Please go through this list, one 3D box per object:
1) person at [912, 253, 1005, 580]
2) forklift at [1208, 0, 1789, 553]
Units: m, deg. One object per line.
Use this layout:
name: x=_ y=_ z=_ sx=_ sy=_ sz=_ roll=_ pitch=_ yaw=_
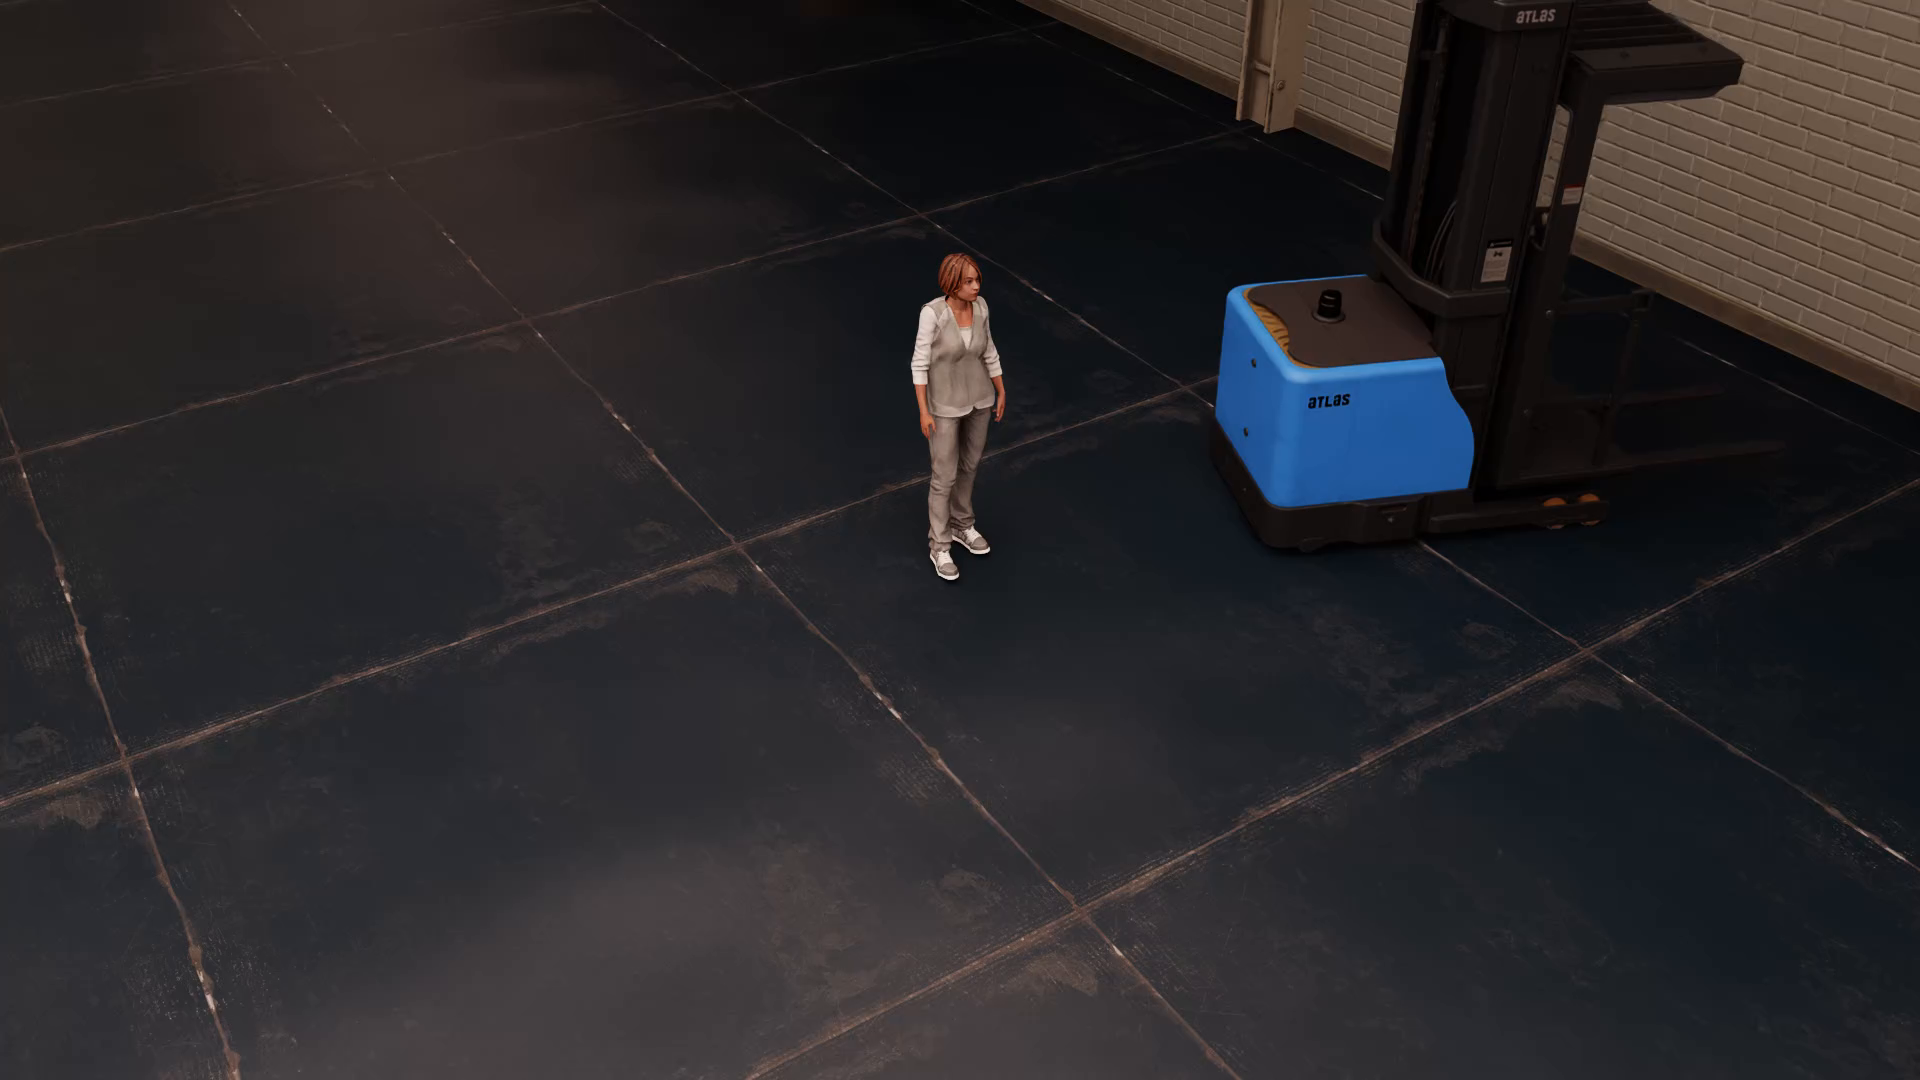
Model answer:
person: x=0.028 y=-0.620 z=8.176 sx=0.519 sy=1.598 sz=0.474 roll=-21 pitch=40 yaw=-27
forklift: x=2.954 y=-1.547 z=8.350 sx=3.031 sy=2.935 sz=1.130 roll=-6 pitch=36 yaw=-9
